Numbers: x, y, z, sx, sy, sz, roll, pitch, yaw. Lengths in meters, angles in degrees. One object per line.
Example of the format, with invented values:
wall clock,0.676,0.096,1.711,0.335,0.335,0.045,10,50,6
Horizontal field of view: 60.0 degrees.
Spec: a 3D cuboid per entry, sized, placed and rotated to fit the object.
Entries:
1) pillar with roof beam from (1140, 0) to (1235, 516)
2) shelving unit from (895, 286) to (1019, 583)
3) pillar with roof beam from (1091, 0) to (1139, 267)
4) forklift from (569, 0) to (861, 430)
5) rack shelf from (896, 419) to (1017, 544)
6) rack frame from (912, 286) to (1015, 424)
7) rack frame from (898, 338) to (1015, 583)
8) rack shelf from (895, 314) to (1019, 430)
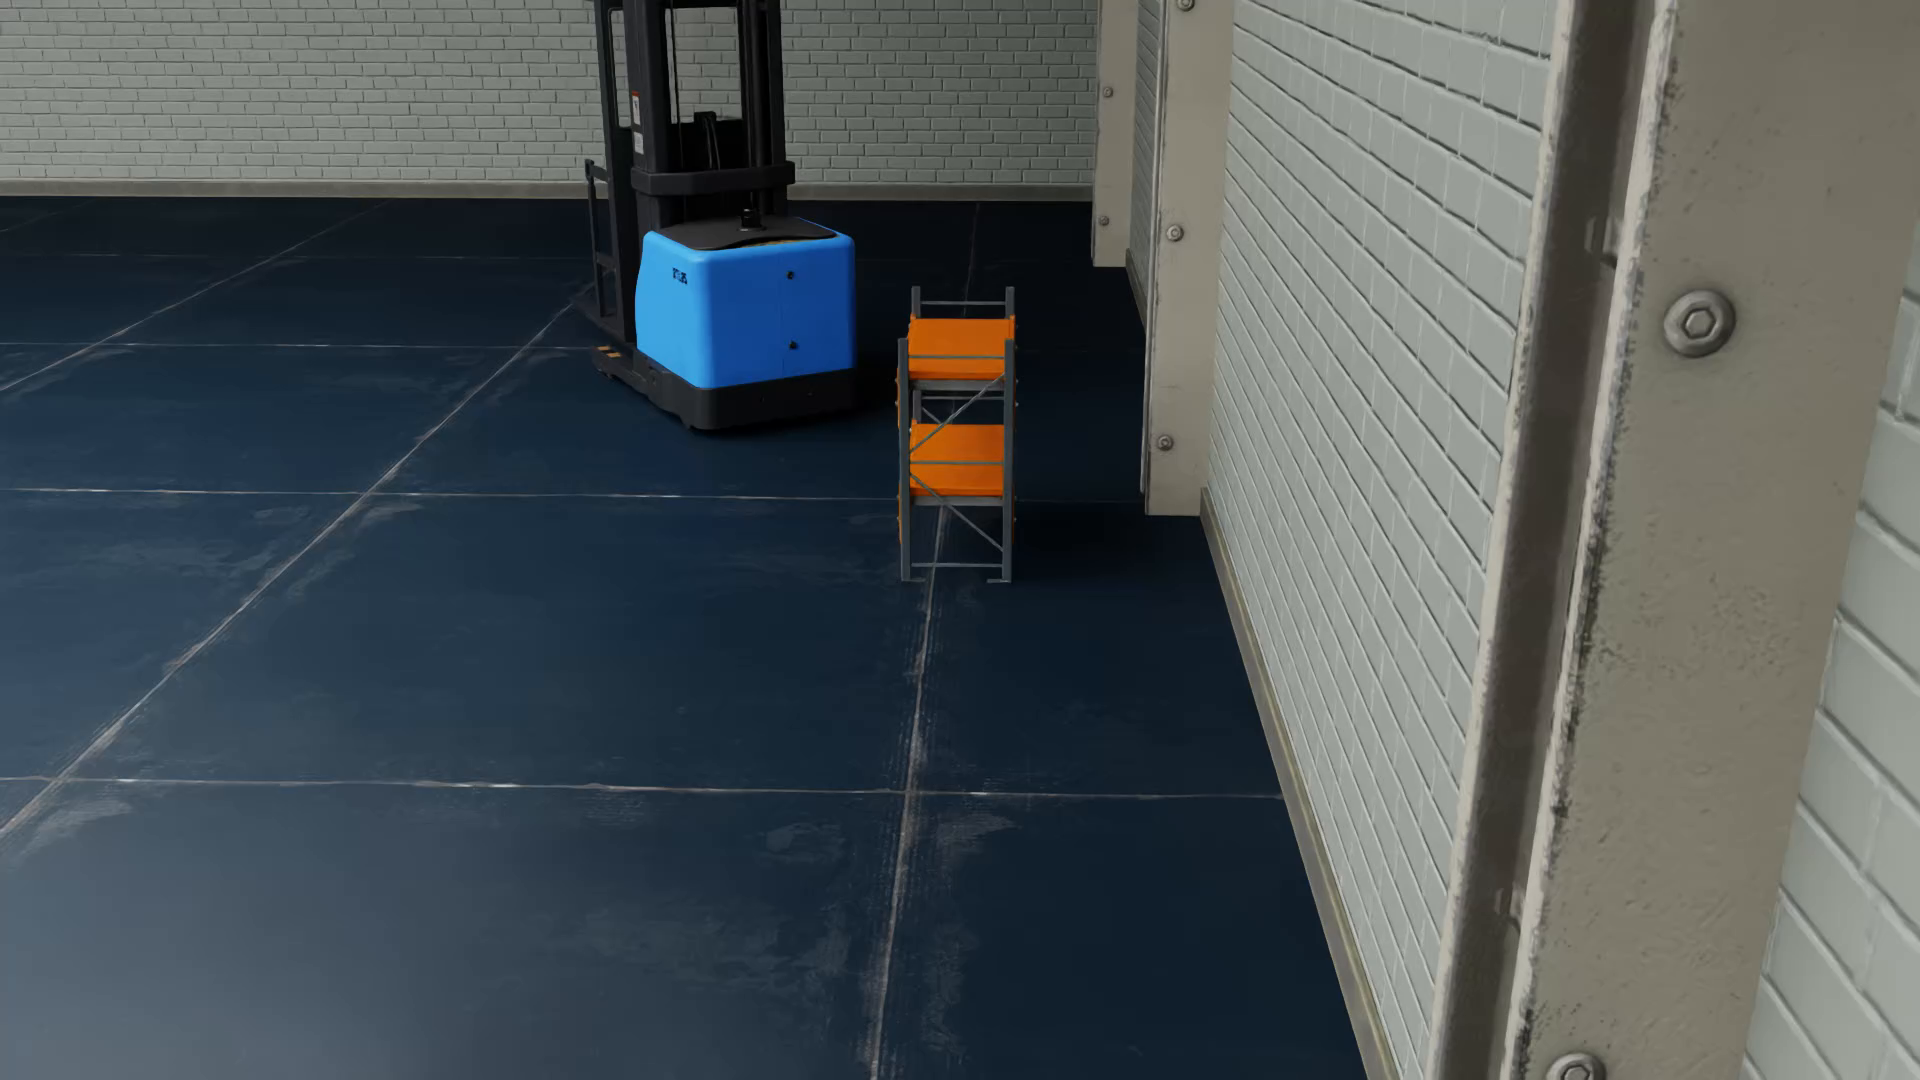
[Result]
pillar with roof beam,-3.211,-4.438,7.028,9.100,9.000,0.400,1,21,2
shelving unit,0.000,-0.522,7.819,0.538,1.125,1.048,1,21,2
pillar with roof beam,-3.028,-6.608,12.619,9.100,9.000,0.400,1,21,2
forklift,-1.756,-2.480,10.369,1.130,2.935,3.031,-12,24,-28
rack shelf,0.000,-0.294,7.908,0.538,0.278,1.000,1,21,2
rack frame,0.015,-0.706,8.293,0.500,1.125,0.032,1,21,2
rack frame,-0.016,-0.338,7.345,0.500,1.125,0.032,1,21,2
rack shelf,0.000,-0.795,7.713,0.538,0.278,1.000,1,21,2
